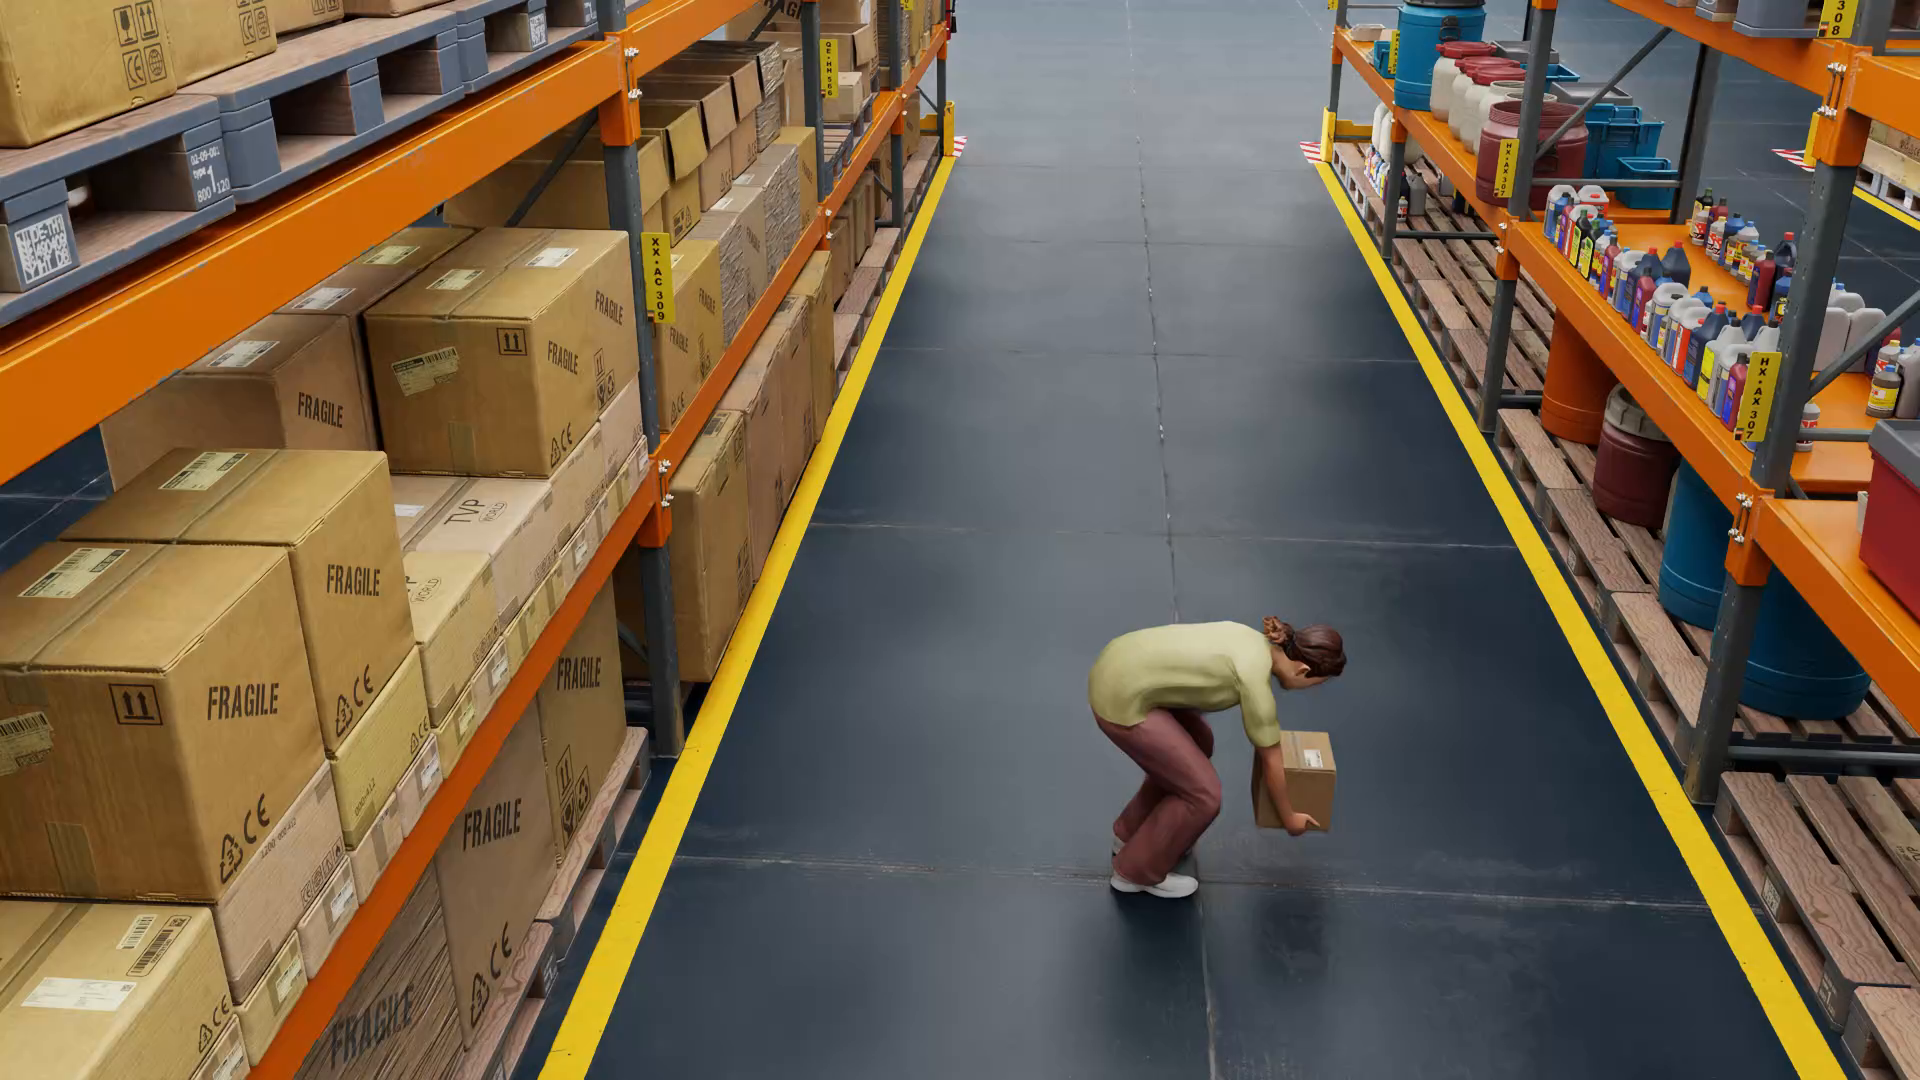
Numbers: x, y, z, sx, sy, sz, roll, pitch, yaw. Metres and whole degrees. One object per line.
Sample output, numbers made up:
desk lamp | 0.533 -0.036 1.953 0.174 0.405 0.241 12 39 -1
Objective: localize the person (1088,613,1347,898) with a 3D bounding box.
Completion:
person | 0.872 0.730 5.789 0.868 1.031 0.467 1 25 1
